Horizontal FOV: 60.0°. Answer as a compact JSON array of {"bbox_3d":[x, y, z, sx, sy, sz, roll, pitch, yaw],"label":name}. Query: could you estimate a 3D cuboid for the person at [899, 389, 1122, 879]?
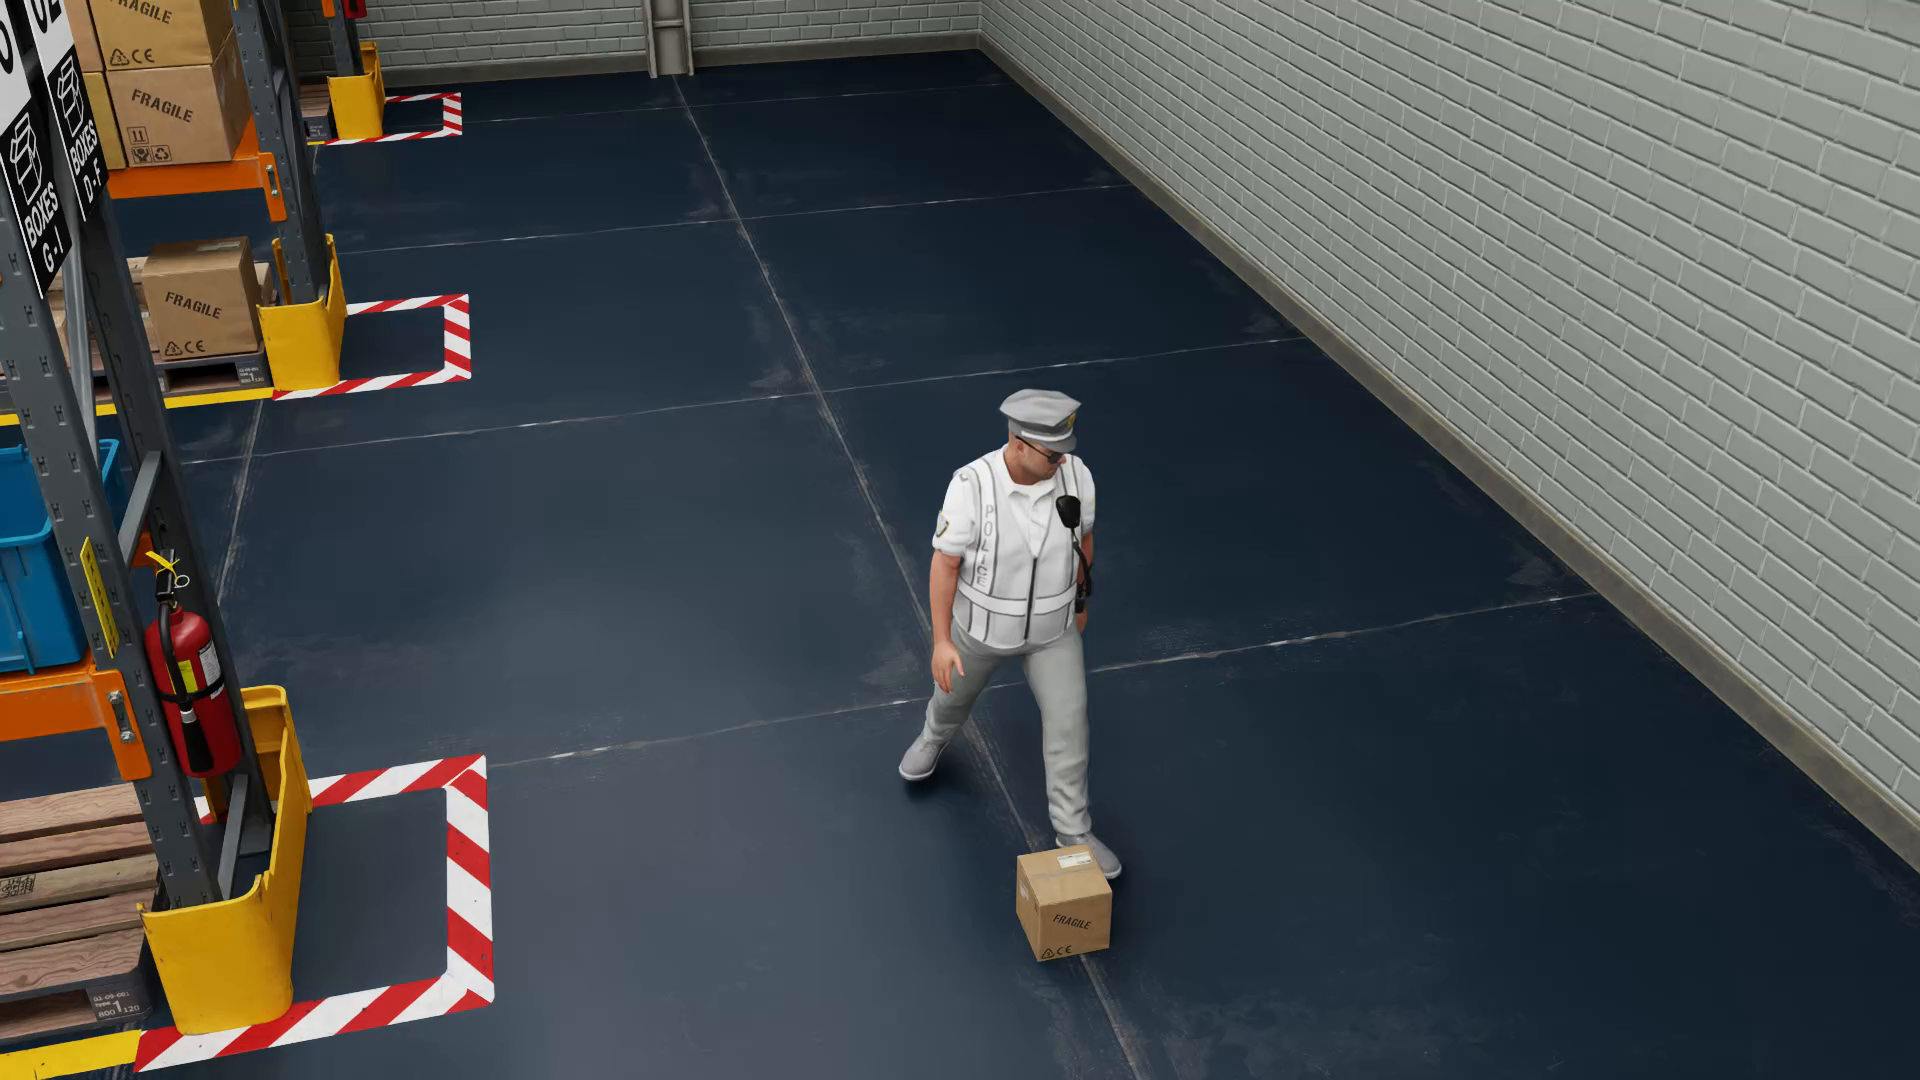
[{"bbox_3d":[0.154,0.270,5.670,0.683,1.708,0.942,-5,30,-9],"label":"person"}]
